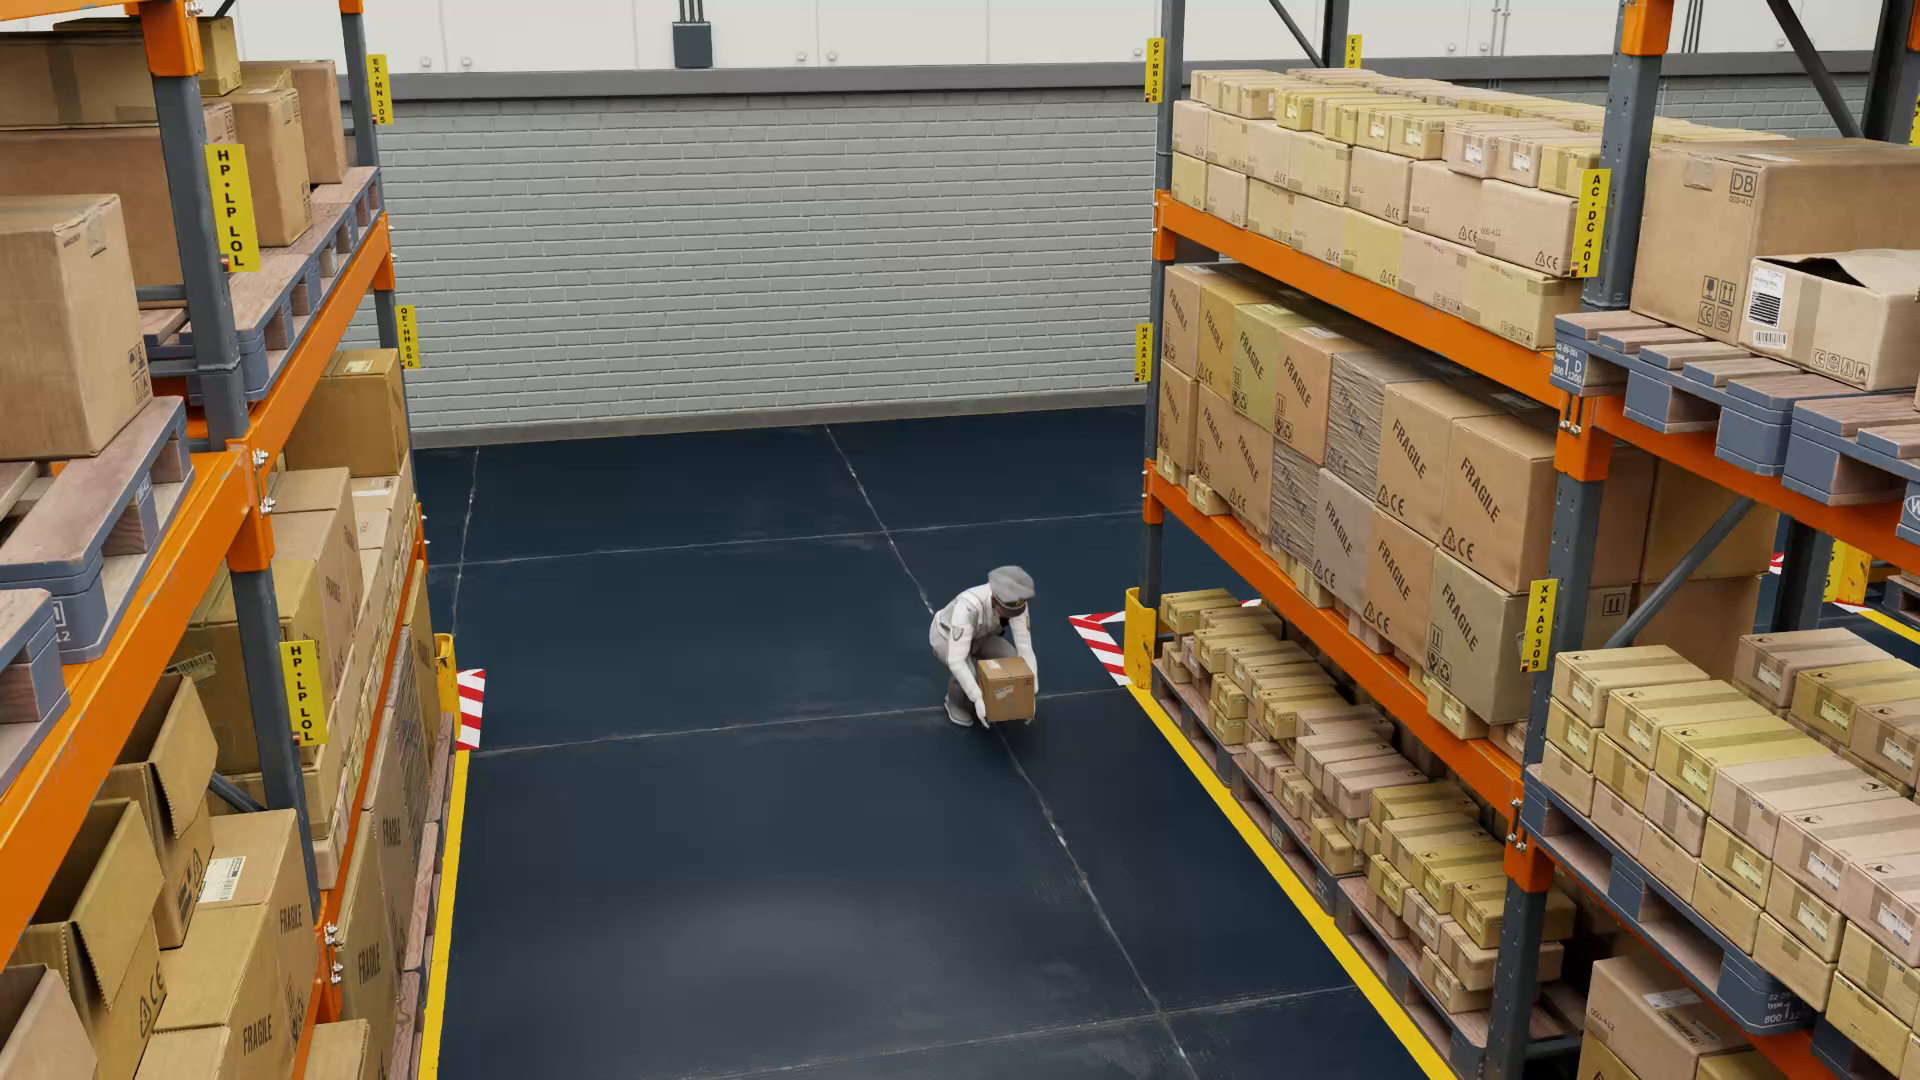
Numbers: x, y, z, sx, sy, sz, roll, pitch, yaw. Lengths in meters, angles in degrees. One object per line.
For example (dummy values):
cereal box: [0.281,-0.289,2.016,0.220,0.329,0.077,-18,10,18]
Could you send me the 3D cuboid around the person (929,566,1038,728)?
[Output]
person: [0.124,0.558,9.073,0.498,0.968,0.838,-8,21,-22]
